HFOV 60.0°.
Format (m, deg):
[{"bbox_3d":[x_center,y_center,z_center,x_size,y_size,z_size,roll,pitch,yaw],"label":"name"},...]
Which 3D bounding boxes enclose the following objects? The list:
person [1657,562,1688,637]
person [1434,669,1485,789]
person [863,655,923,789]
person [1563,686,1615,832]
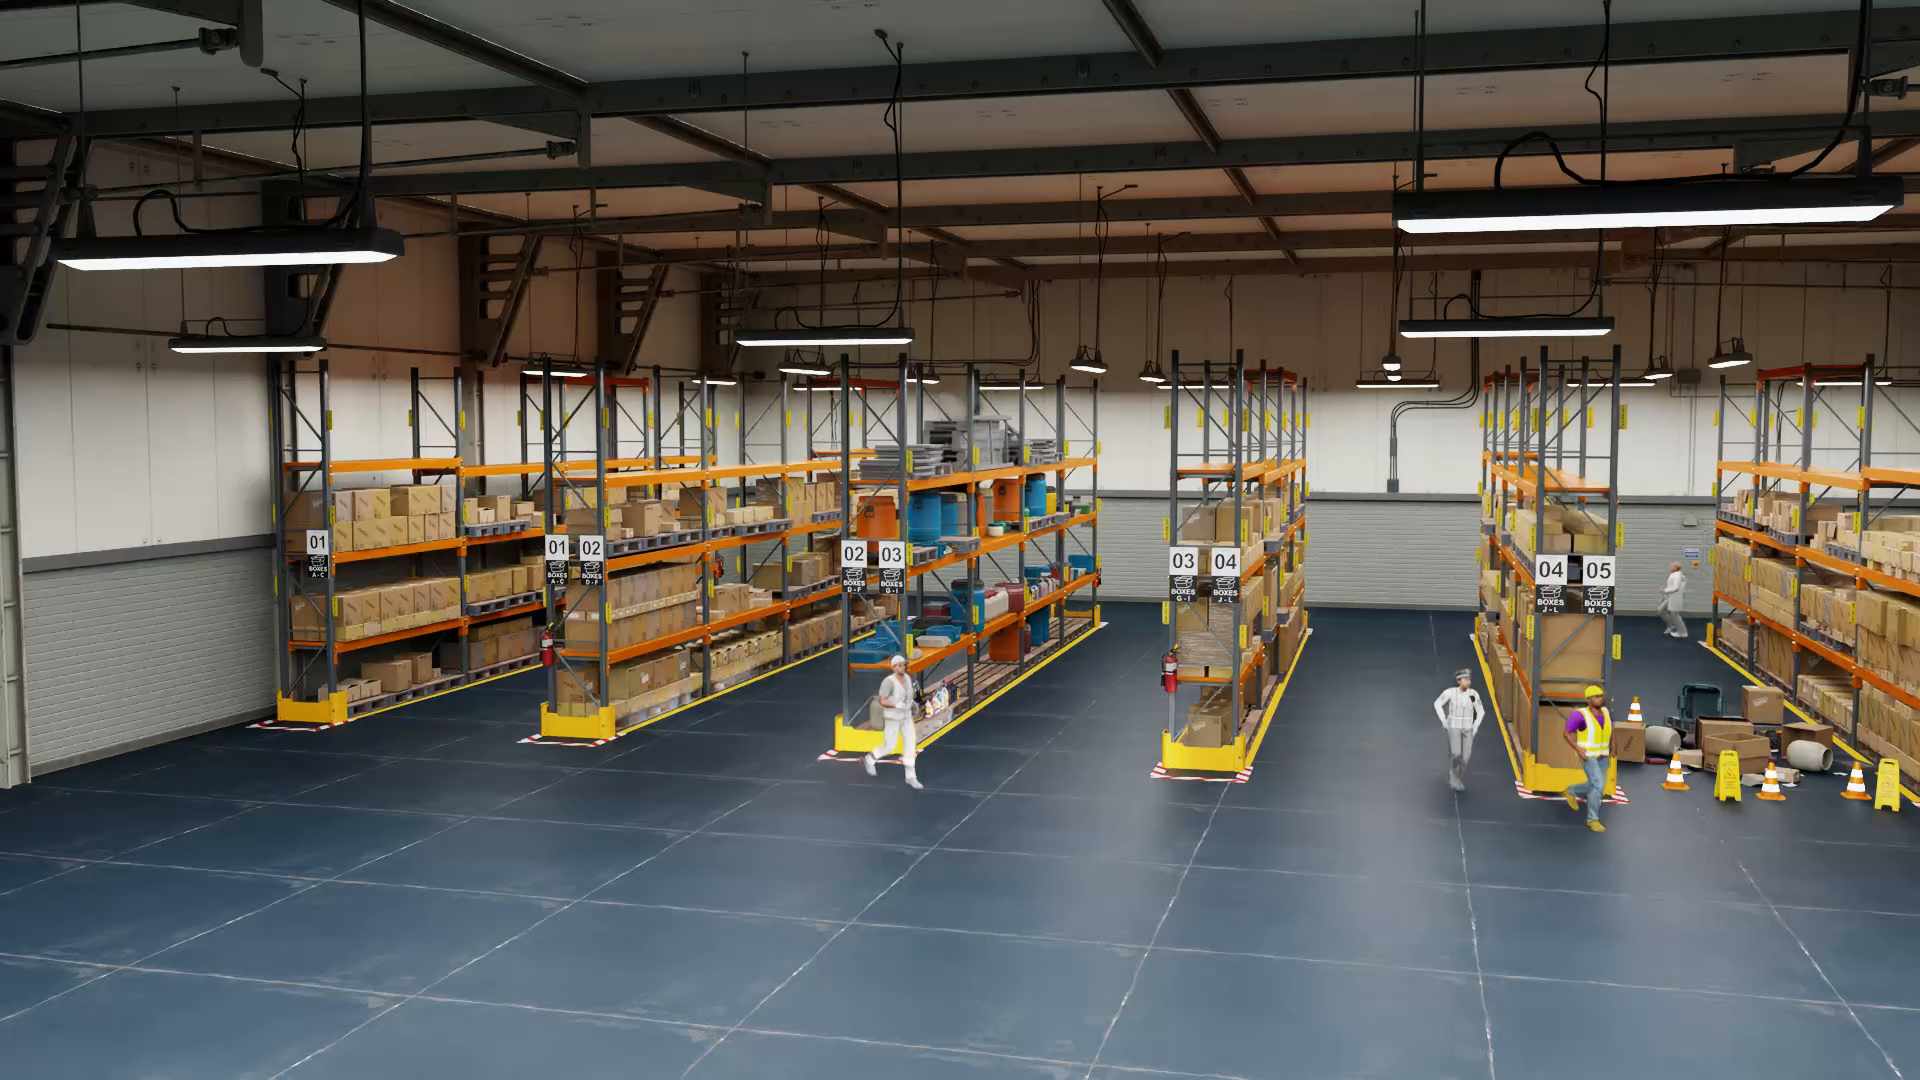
[{"bbox_3d":[16.423,1.371,38.283,0.708,1.744,0.696,1,4,16],"label":"person"},{"bbox_3d":[6.763,2.557,22.431,0.637,1.658,0.558,0,4,2],"label":"person"},{"bbox_3d":[-0.881,2.467,22.847,0.670,1.793,0.992,-4,6,-44],"label":"person"},{"bbox_3d":[7.775,2.660,20.577,0.712,1.765,0.742,-2,4,-23],"label":"person"}]
